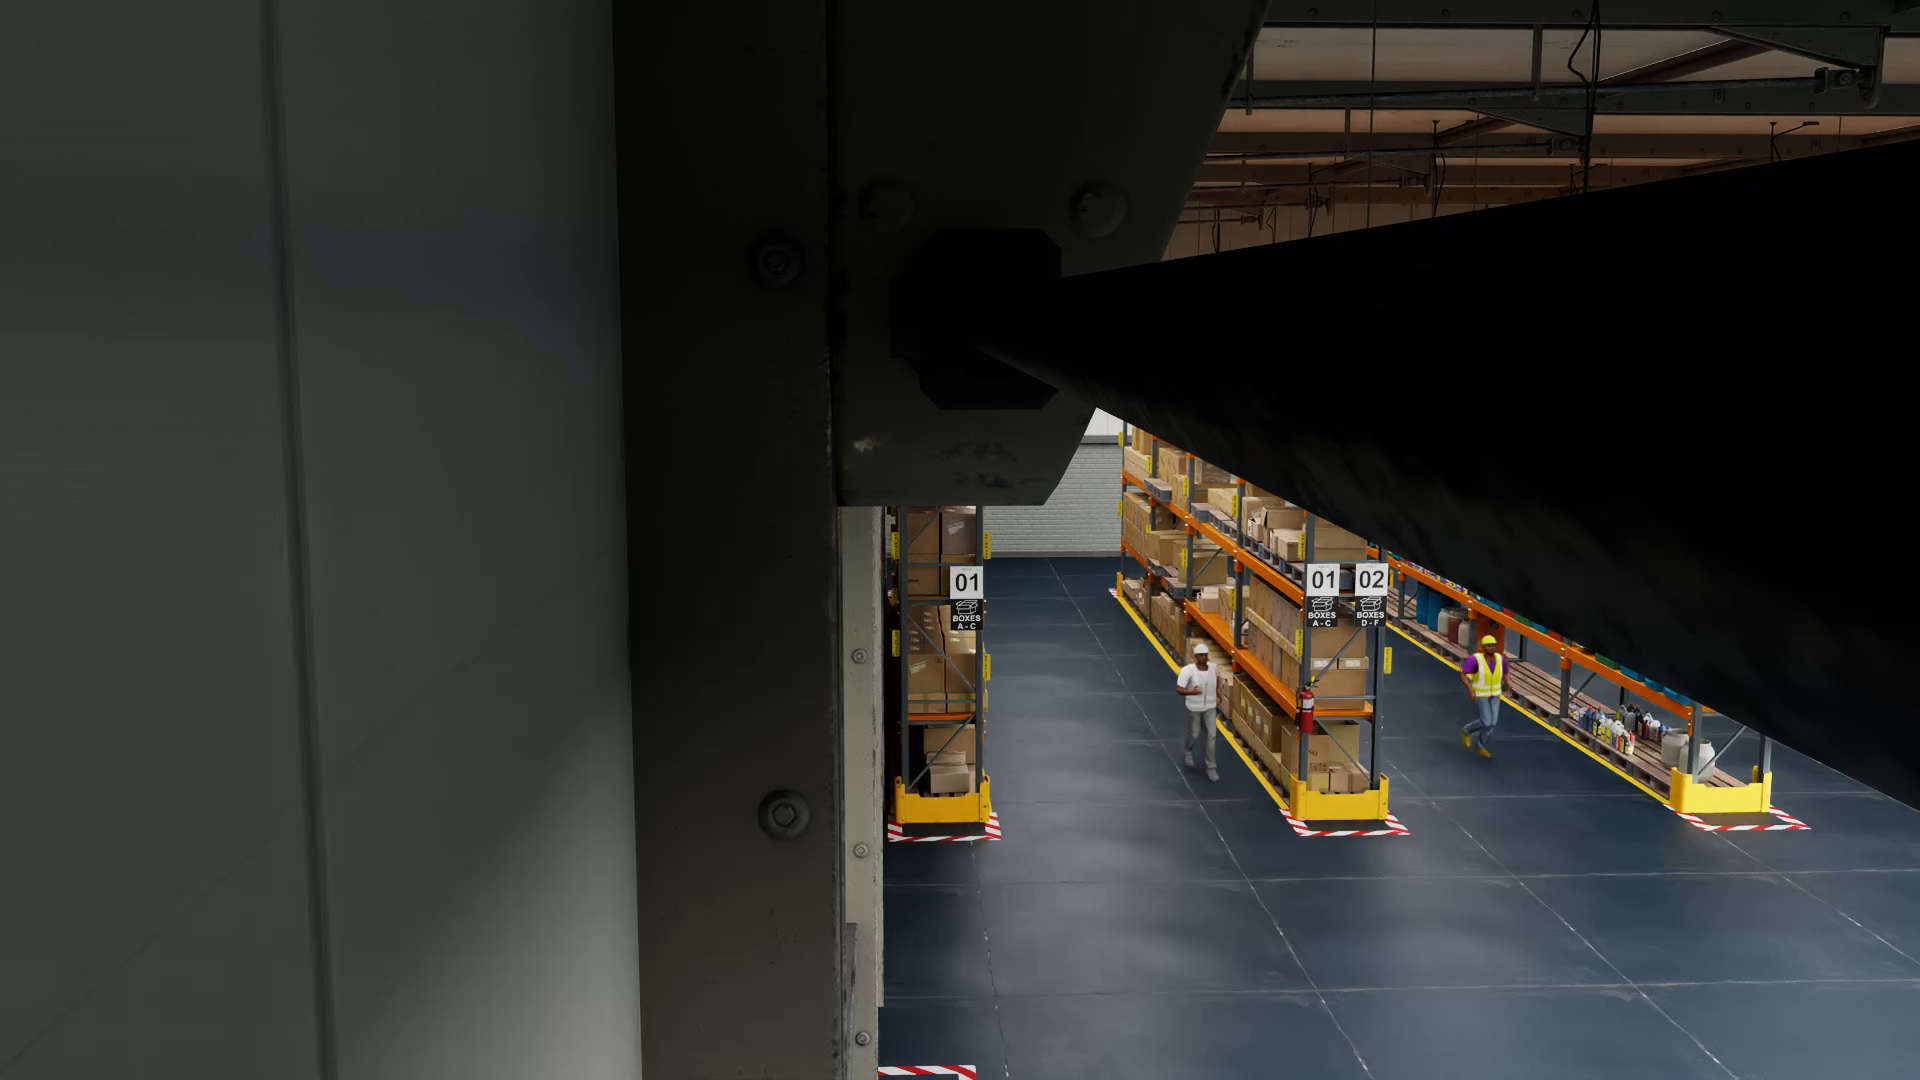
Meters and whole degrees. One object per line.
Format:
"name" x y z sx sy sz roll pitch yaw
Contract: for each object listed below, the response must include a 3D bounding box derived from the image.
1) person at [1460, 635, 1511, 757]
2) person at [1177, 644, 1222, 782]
"person" 7.444 2.193 23.467 0.686 1.731 0.617 -2 8 -12
"person" 3.251 2.285 22.479 0.690 1.788 0.912 -2 8 -11
